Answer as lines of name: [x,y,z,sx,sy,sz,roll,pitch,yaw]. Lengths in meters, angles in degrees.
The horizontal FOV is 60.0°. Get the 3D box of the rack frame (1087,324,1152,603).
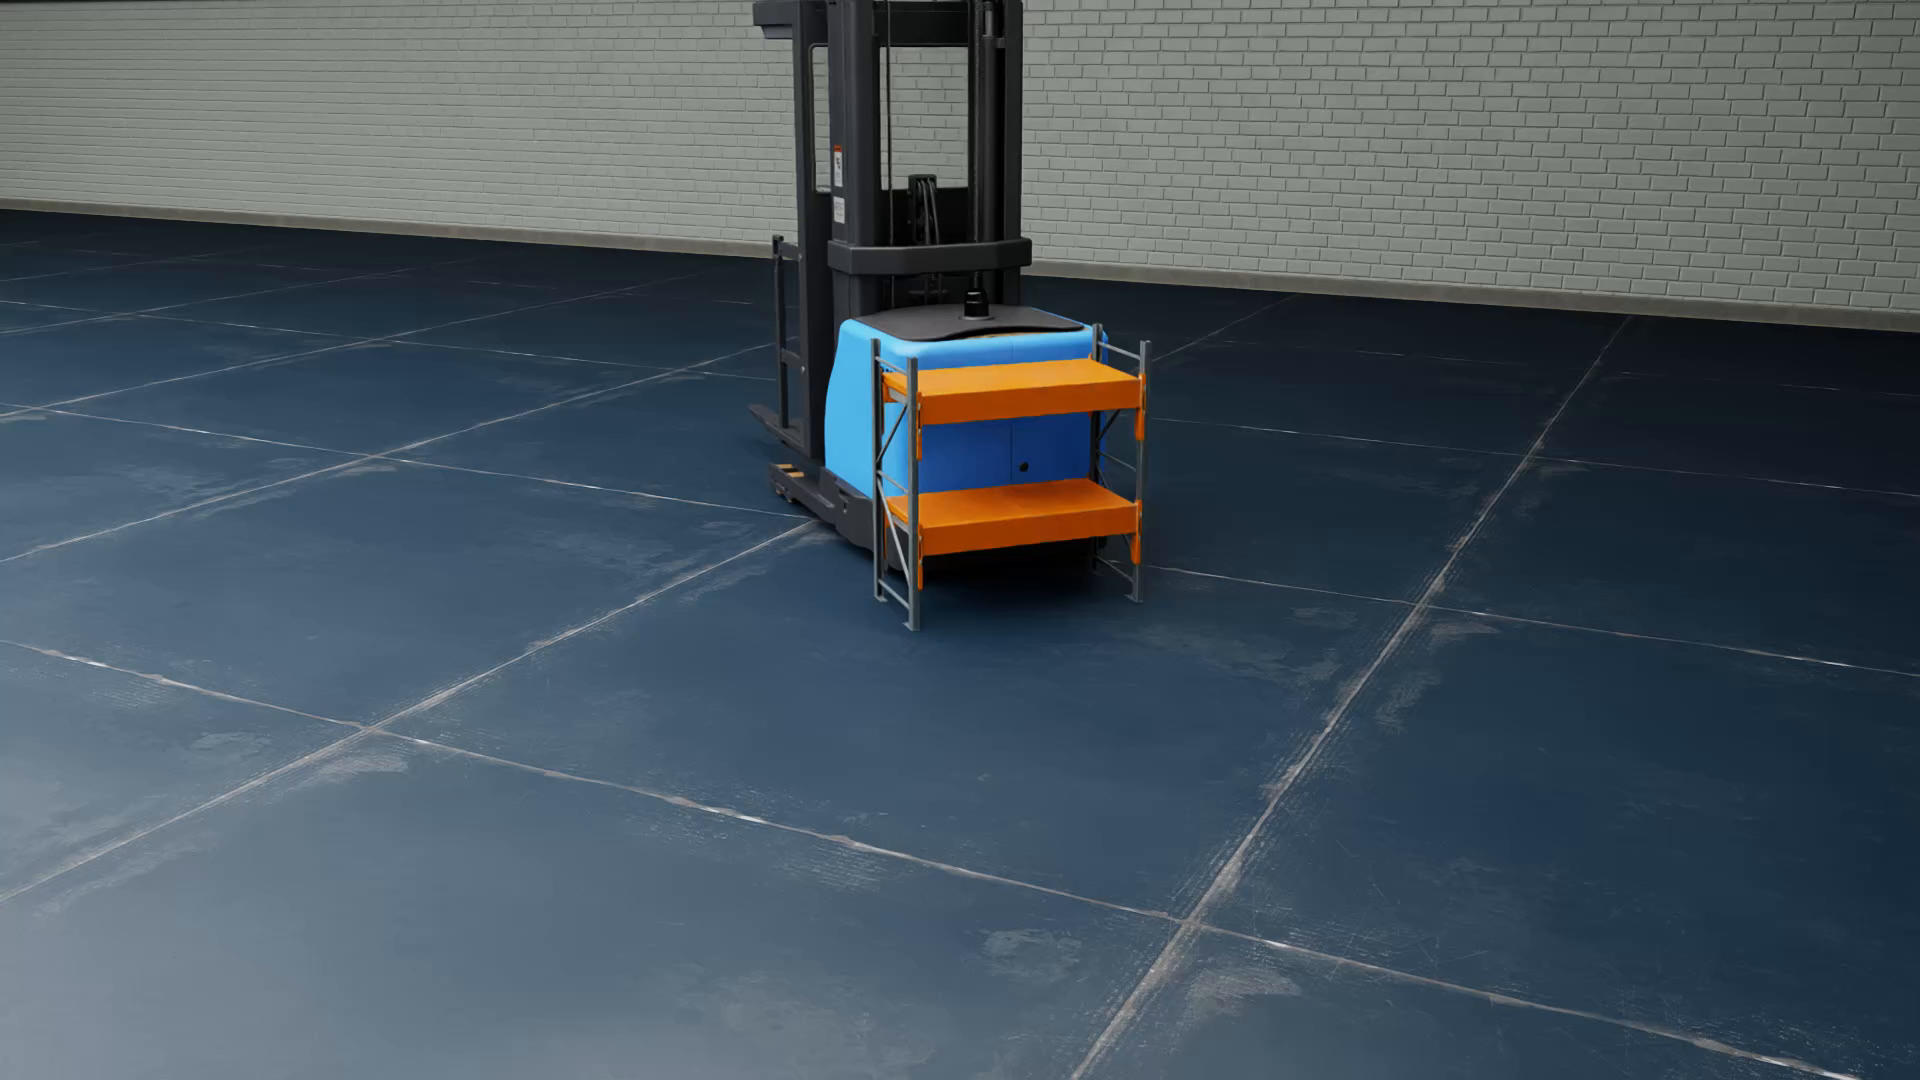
rack frame: [0.681,-0.336,7.179,0.032,1.125,0.500,-6,18,-20]

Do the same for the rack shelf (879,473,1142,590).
rack shelf: [0.206,-0.049,7.073,1.000,0.278,0.538,-6,18,-20]

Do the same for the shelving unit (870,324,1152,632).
shelving unit: [0.206,-0.284,7.003,1.048,1.125,0.538,-6,18,-20]

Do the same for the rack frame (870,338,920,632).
rack frame: [-0.268,-0.231,6.827,0.032,1.125,0.500,-6,18,-20]

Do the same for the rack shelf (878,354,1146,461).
rack shelf: [0.206,-0.564,6.920,1.000,0.278,0.538,-6,18,-20]

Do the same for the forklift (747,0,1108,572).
forklift: [-0.367,-1.638,8.392,1.130,2.935,3.031,-7,18,-22]
